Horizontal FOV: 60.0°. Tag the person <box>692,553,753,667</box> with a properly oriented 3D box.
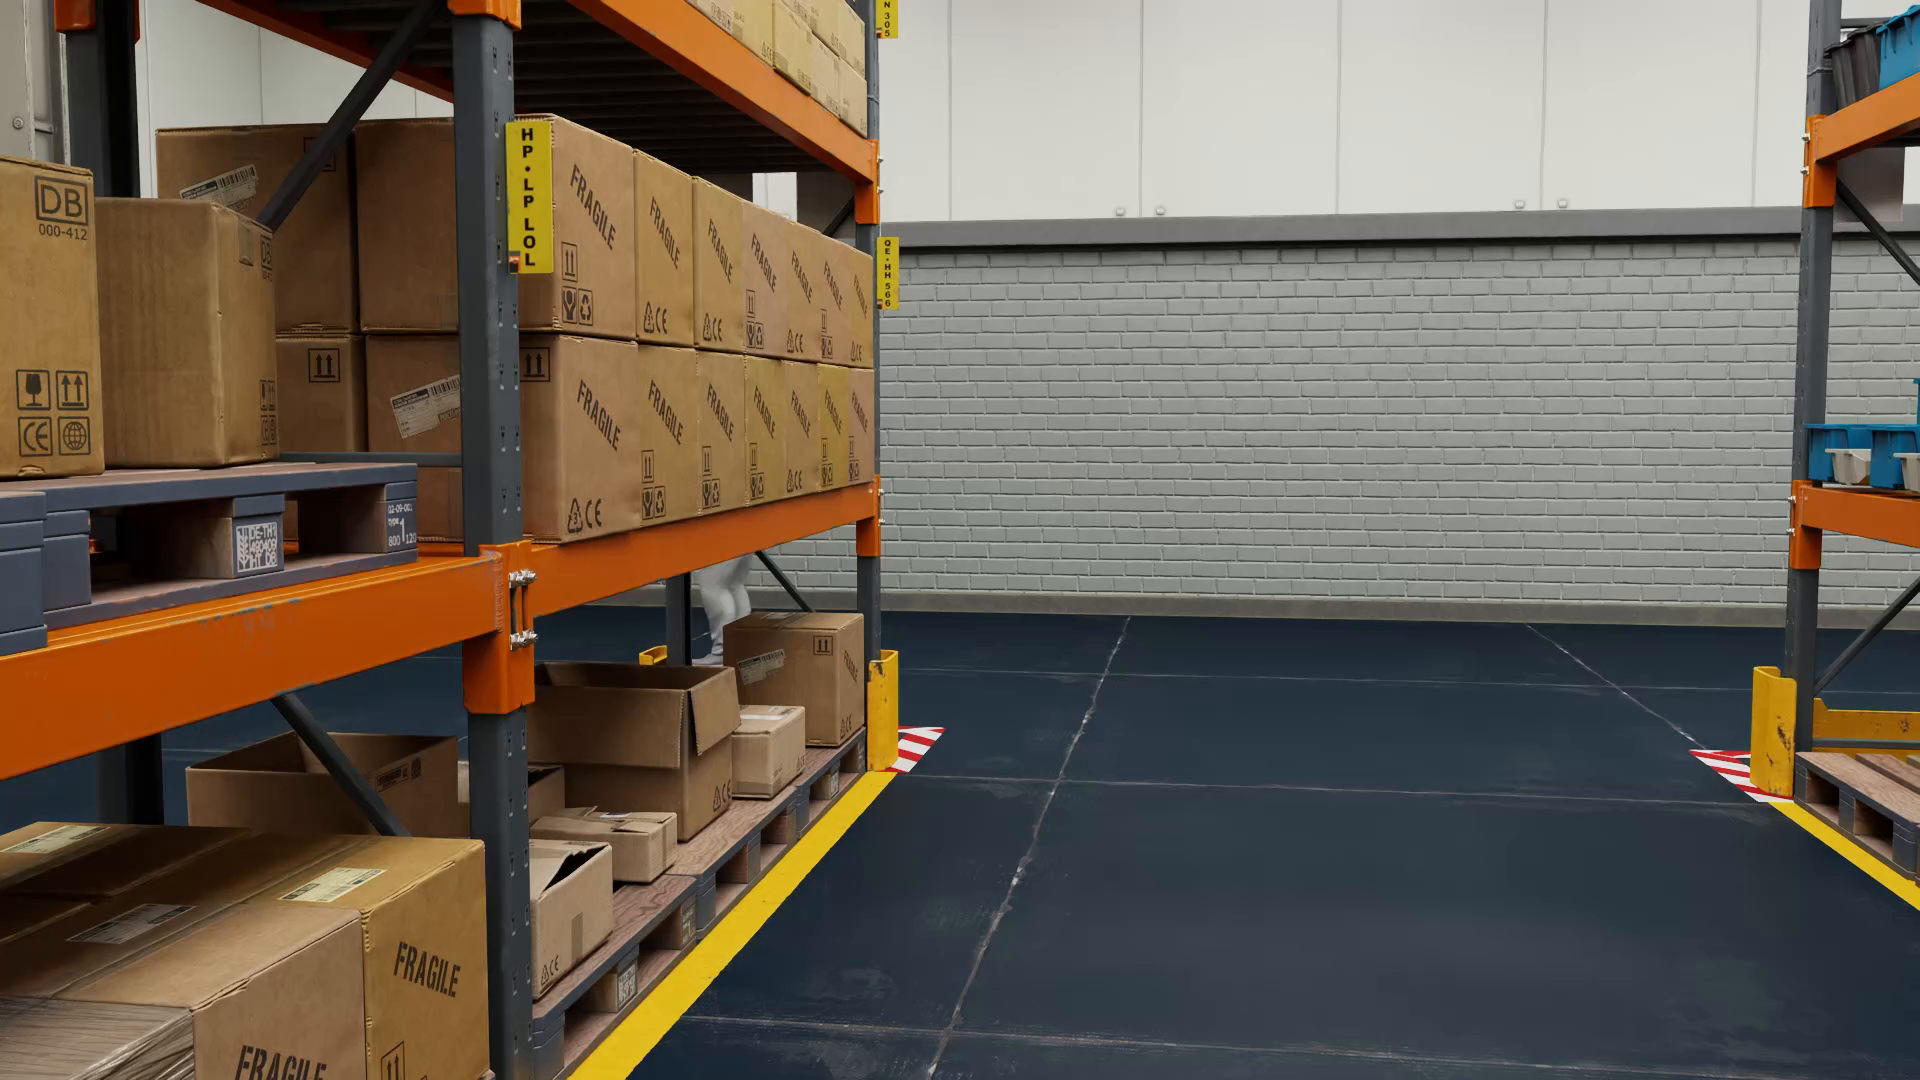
[{"bbox_3d":[-1.542,-0.076,10.486,0.564,1.769,0.493,1,4,9],"label":"person"}]
